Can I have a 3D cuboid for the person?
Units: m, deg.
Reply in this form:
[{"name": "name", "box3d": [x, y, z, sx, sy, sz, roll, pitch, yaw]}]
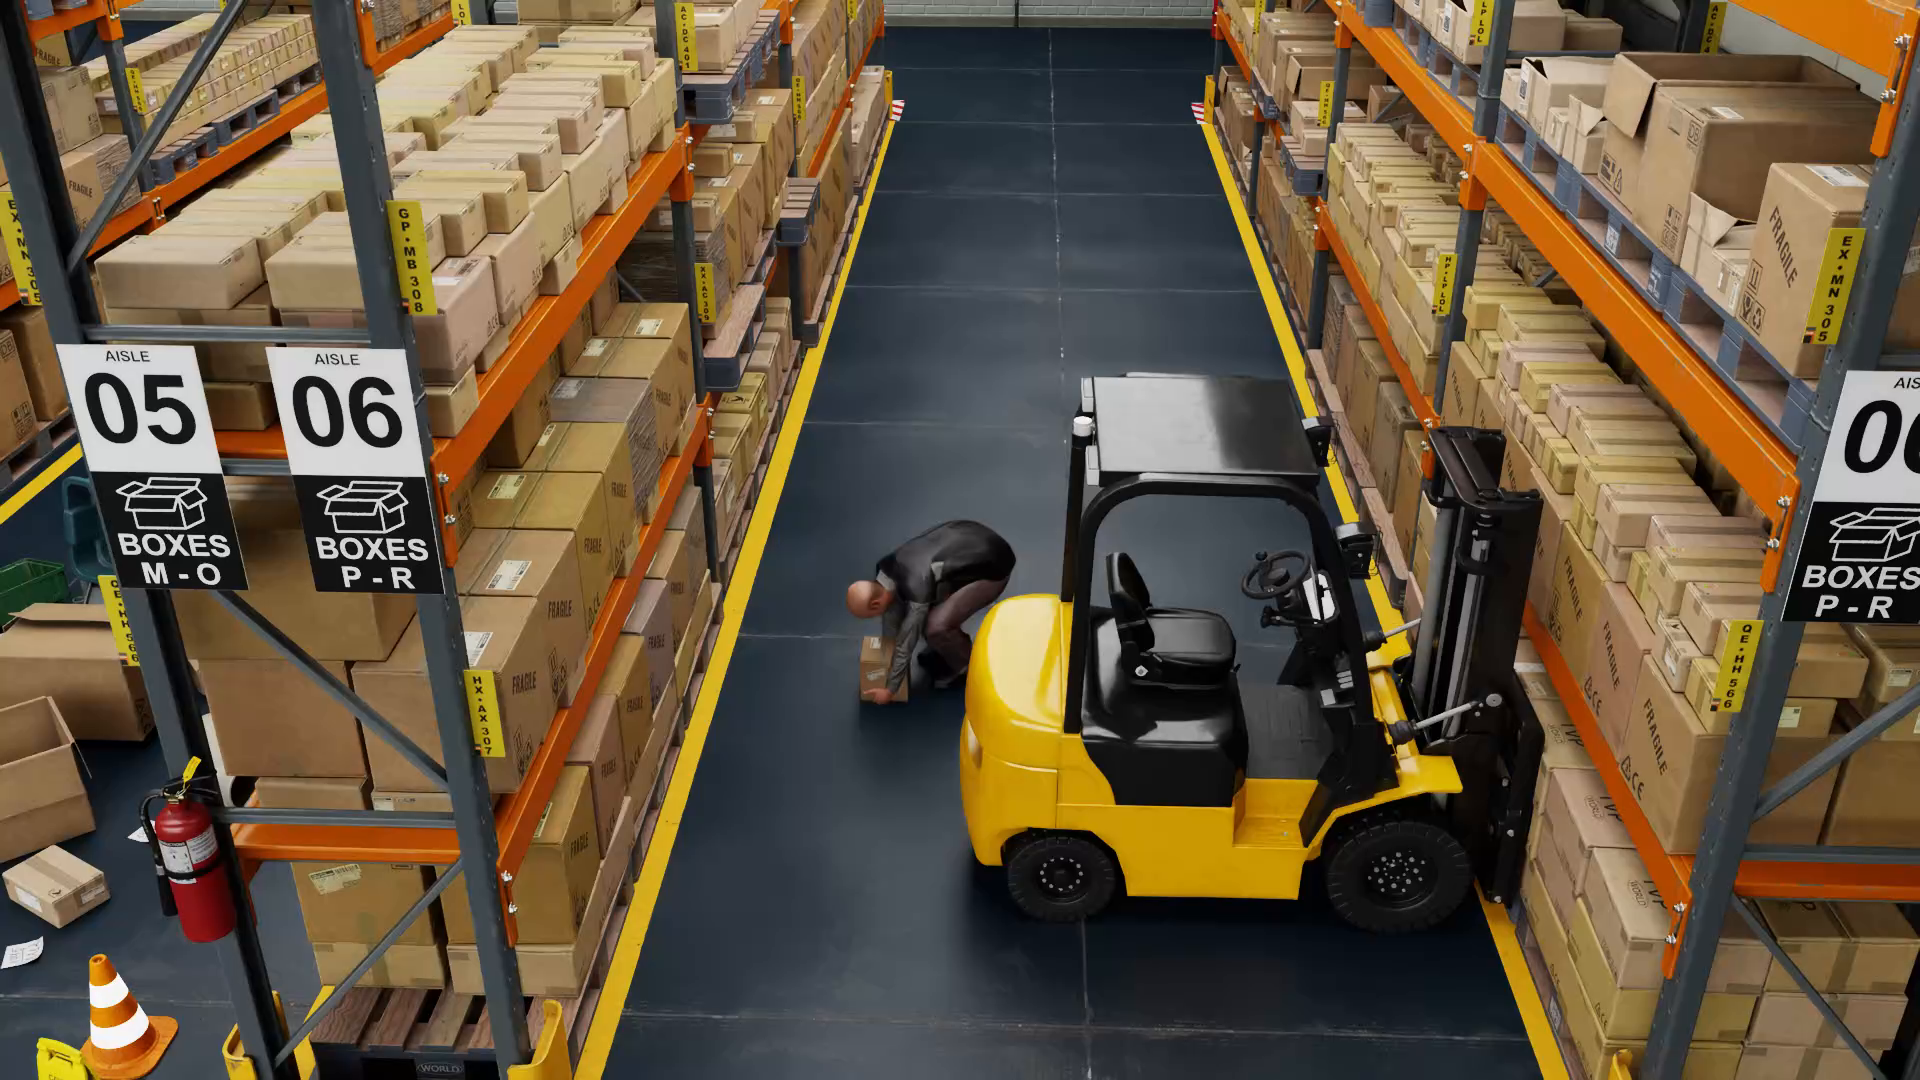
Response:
[{"name": "person", "box3d": [-0.170, 0.367, 8.883, 0.951, 0.885, 0.506, -15, 31, -26]}]
